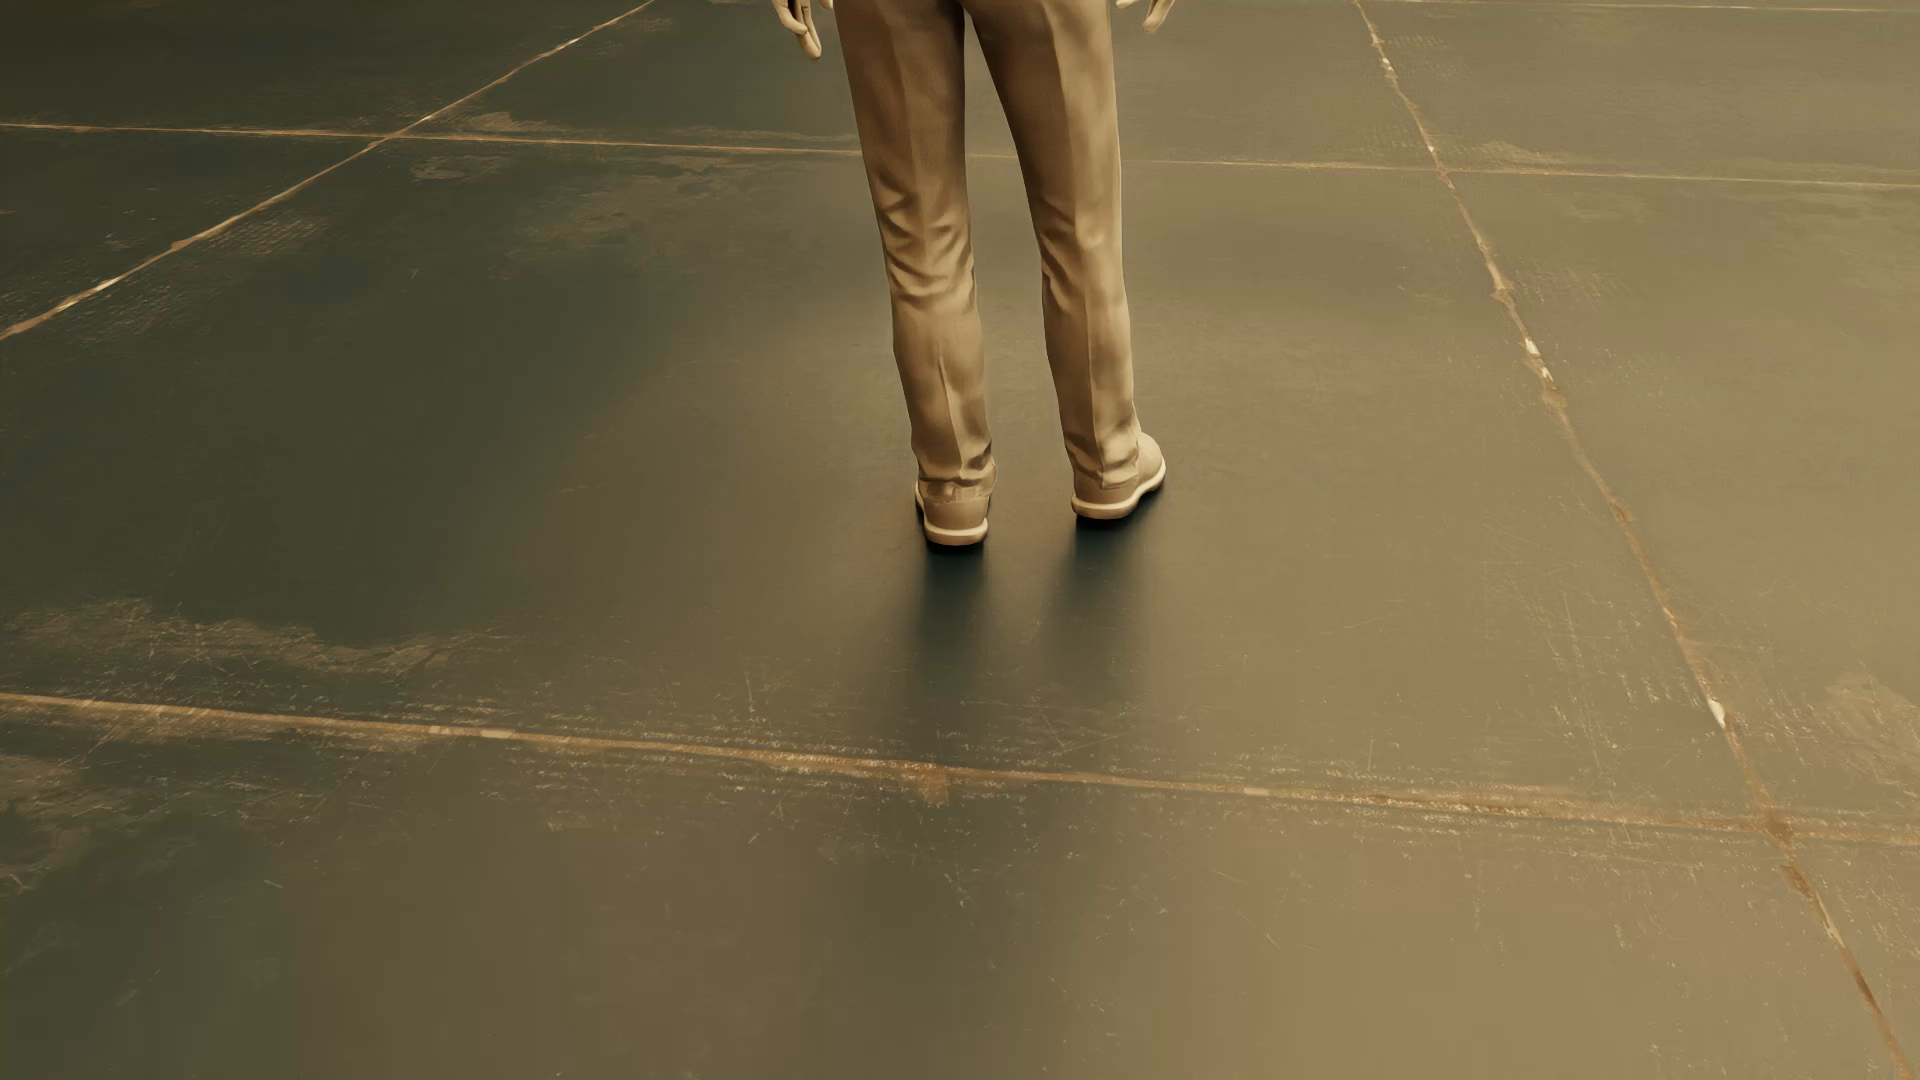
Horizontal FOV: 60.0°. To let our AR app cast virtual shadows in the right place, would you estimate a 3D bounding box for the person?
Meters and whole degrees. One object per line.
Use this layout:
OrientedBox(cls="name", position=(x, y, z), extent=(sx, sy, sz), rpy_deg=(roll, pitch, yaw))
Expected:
OrientedBox(cls="person", position=(0.016, -0.795, 2.179), extent=(0.586, 1.694, 0.530), rpy_deg=(3, 27, 7))
